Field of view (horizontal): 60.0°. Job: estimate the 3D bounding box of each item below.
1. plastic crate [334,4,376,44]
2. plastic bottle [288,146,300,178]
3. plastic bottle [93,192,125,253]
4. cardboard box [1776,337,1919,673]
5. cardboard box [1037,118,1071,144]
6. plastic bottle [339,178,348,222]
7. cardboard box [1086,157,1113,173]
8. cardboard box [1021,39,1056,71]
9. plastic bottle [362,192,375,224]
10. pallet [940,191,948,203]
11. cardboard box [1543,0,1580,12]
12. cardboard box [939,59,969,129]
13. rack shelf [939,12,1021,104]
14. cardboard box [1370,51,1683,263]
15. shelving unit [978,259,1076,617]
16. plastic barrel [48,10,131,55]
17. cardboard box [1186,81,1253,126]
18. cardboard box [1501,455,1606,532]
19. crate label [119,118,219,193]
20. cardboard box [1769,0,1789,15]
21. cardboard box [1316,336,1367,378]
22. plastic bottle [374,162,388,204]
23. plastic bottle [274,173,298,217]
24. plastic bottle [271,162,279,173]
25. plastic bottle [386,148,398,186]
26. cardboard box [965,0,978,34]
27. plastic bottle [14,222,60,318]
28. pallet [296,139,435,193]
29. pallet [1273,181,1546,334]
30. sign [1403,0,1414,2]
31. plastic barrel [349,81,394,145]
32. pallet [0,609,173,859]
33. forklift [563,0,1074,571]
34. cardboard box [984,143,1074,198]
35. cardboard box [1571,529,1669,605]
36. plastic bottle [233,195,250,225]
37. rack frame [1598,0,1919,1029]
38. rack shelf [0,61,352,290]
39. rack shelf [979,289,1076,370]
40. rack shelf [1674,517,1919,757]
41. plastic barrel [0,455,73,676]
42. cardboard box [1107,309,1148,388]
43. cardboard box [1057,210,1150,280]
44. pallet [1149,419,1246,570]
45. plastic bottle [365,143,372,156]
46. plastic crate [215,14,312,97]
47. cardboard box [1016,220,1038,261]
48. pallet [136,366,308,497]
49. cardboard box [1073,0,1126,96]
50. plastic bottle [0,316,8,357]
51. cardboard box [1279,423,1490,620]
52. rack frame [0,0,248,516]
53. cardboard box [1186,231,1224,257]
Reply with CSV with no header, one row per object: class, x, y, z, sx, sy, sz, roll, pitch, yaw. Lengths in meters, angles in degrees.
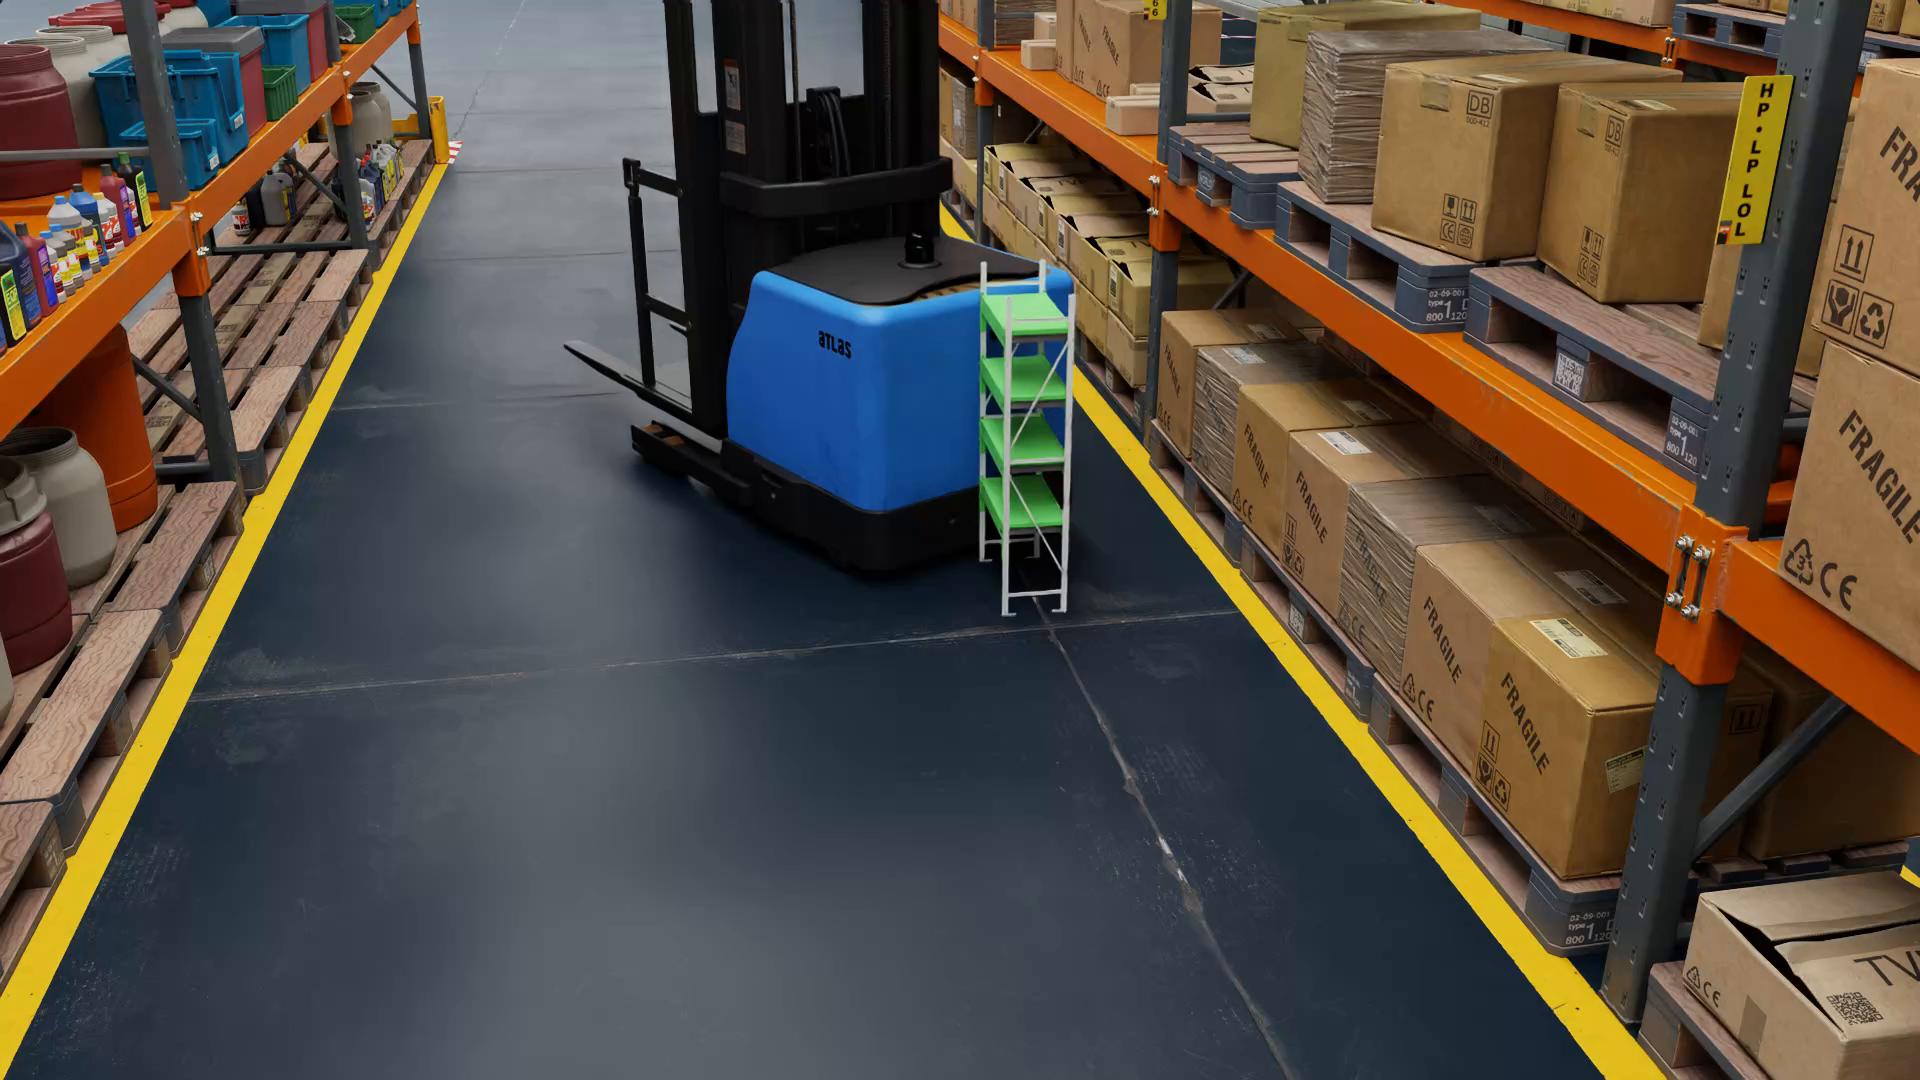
plastic crate,-4.227,-3.490,11.258,0.450,0.188,0.662,-4,24,-10
plastic bottle,-4.964,-2.821,12.320,0.097,0.271,0.097,0,24,0
plastic bottle,-2.974,-1.103,5.776,0.097,0.201,0.097,0,24,0
cardboard box,1.921,-0.076,3.052,0.500,0.500,0.500,-4,24,-8
cardboard box,0.837,-2.879,11.568,0.500,0.500,0.500,-4,24,-10
plastic bottle,-4.073,-2.264,11.030,0.061,0.283,0.133,-4,24,-10
cardboard box,1.074,-2.245,10.352,0.500,0.311,0.500,-4,24,-8
cardboard box,0.578,-2.919,9.999,0.380,0.149,0.250,-4,24,-10
plastic bottle,-3.919,-2.189,10.962,0.097,0.201,0.097,0,24,0
pallet,0.280,-2.917,13.164,1.003,0.211,1.213,-4,24,-10
cardboard box,4.905,-4.263,12.926,0.500,0.250,0.500,-4,24,-10
cardboard box,0.031,-3.429,12.828,0.500,0.500,0.500,-4,24,-10
rack shelf,0.245,-3.855,12.727,1.077,0.370,4.000,-4,24,-10
cardboard box,1.707,-1.180,5.053,0.700,0.500,0.500,-11,26,-23
shelving unit,0.235,-0.375,6.109,0.258,1.200,0.503,-4,24,-9
plastic barrel,-4.076,-2.243,7.969,0.433,0.535,0.433,0,24,0
cardboard box,1.331,-1.930,7.532,0.500,0.311,0.500,-3,24,-6
cardboard box,2.060,-0.252,5.216,0.500,0.250,0.500,-4,24,-10
crate label,-3.223,-1.576,6.820,0.303,0.233,0.416,-4,24,-10
cardboard box,5.640,-3.590,10.548,0.700,0.500,0.500,-2,24,-4
cardboard box,1.759,-0.530,6.789,0.500,0.500,0.500,-3,24,-8
plastic bottle,-4.019,-2.480,11.524,0.061,0.283,0.133,-3,24,-7
plastic bottle,-4.550,-2.314,11.154,0.152,0.276,0.135,-4,24,-10
plastic bottle,-4.777,-2.485,11.545,0.152,0.276,0.135,-4,24,-9
plastic bottle,-4.177,-2.714,12.069,0.152,0.276,0.135,-5,24,-11
cardboard box,0.423,-3.824,11.634,0.700,0.500,0.500,-5,24,-10
plastic bottle,-2.808,-0.829,5.045,0.061,0.283,0.133,-4,24,-10
pallet,-4.788,-2.982,13.313,1.003,0.211,1.213,-4,24,-10
pallet,1.719,-0.972,5.467,1.003,0.211,1.213,-4,24,-10
sign,1.886,-2.362,7.064,0.100,0.325,0.005,-4,24,-10
plastic barrel,-4.796,-3.405,13.382,0.421,0.512,0.421,0,24,0
pallet,-3.105,0.605,5.102,1.003,0.211,1.213,-4,24,-10
forklift,-0.839,-1.749,7.093,1.130,2.935,3.031,-17,29,-34
cardboard box,0.447,-2.406,10.721,0.500,0.311,0.500,-4,24,-10
cardboard box,2.135,0.276,4.944,0.500,0.500,0.500,-4,24,-9
plastic bottle,-4.667,-2.154,10.779,0.061,0.283,0.133,-3,24,-7
rack frame,2.095,-0.251,3.577,1.000,3.000,0.127,-4,24,-10
rack shelf,-3.884,-1.916,8.288,1.077,0.370,4.000,-4,24,-10
rack shelf,0.235,-0.756,5.943,0.258,0.148,0.480,-4,24,-9
rack shelf,2.464,0.865,1.919,1.077,0.370,4.000,-4,24,-10
plastic barrel,-3.198,0.089,5.287,0.600,0.588,0.708,-4,24,-10
cardboard box,1.018,-0.946,8.078,0.500,0.250,0.500,-4,24,-8
cardboard box,0.823,-1.604,8.885,0.500,0.311,0.500,-4,24,-10
pallet,1.456,-0.250,7.058,1.003,0.211,1.213,-4,24,-10
plastic bottle,-4.307,-2.763,12.174,0.061,0.283,0.133,-4,24,-10
plastic crate,-3.744,-2.614,9.008,0.392,0.384,0.575,-4,24,-10
cardboard box,0.638,-1.748,9.916,0.500,0.250,0.500,-5,24,-11
pallet,-3.619,-0.489,7.606,1.003,0.211,1.213,-4,24,-10
cardboard box,0.931,-2.736,9.142,0.500,0.500,0.500,-4,24,-10
plastic bottle,-2.761,-0.669,4.595,0.144,0.351,0.185,-4,24,-10
cardboard box,1.450,-0.072,5.741,0.500,0.500,0.500,-5,24,-12
rack frame,-3.514,-1.459,6.343,1.000,3.000,0.127,-4,24,-10
cardboard box,1.441,-1.447,8.526,0.500,0.311,0.500,-5,24,-11
